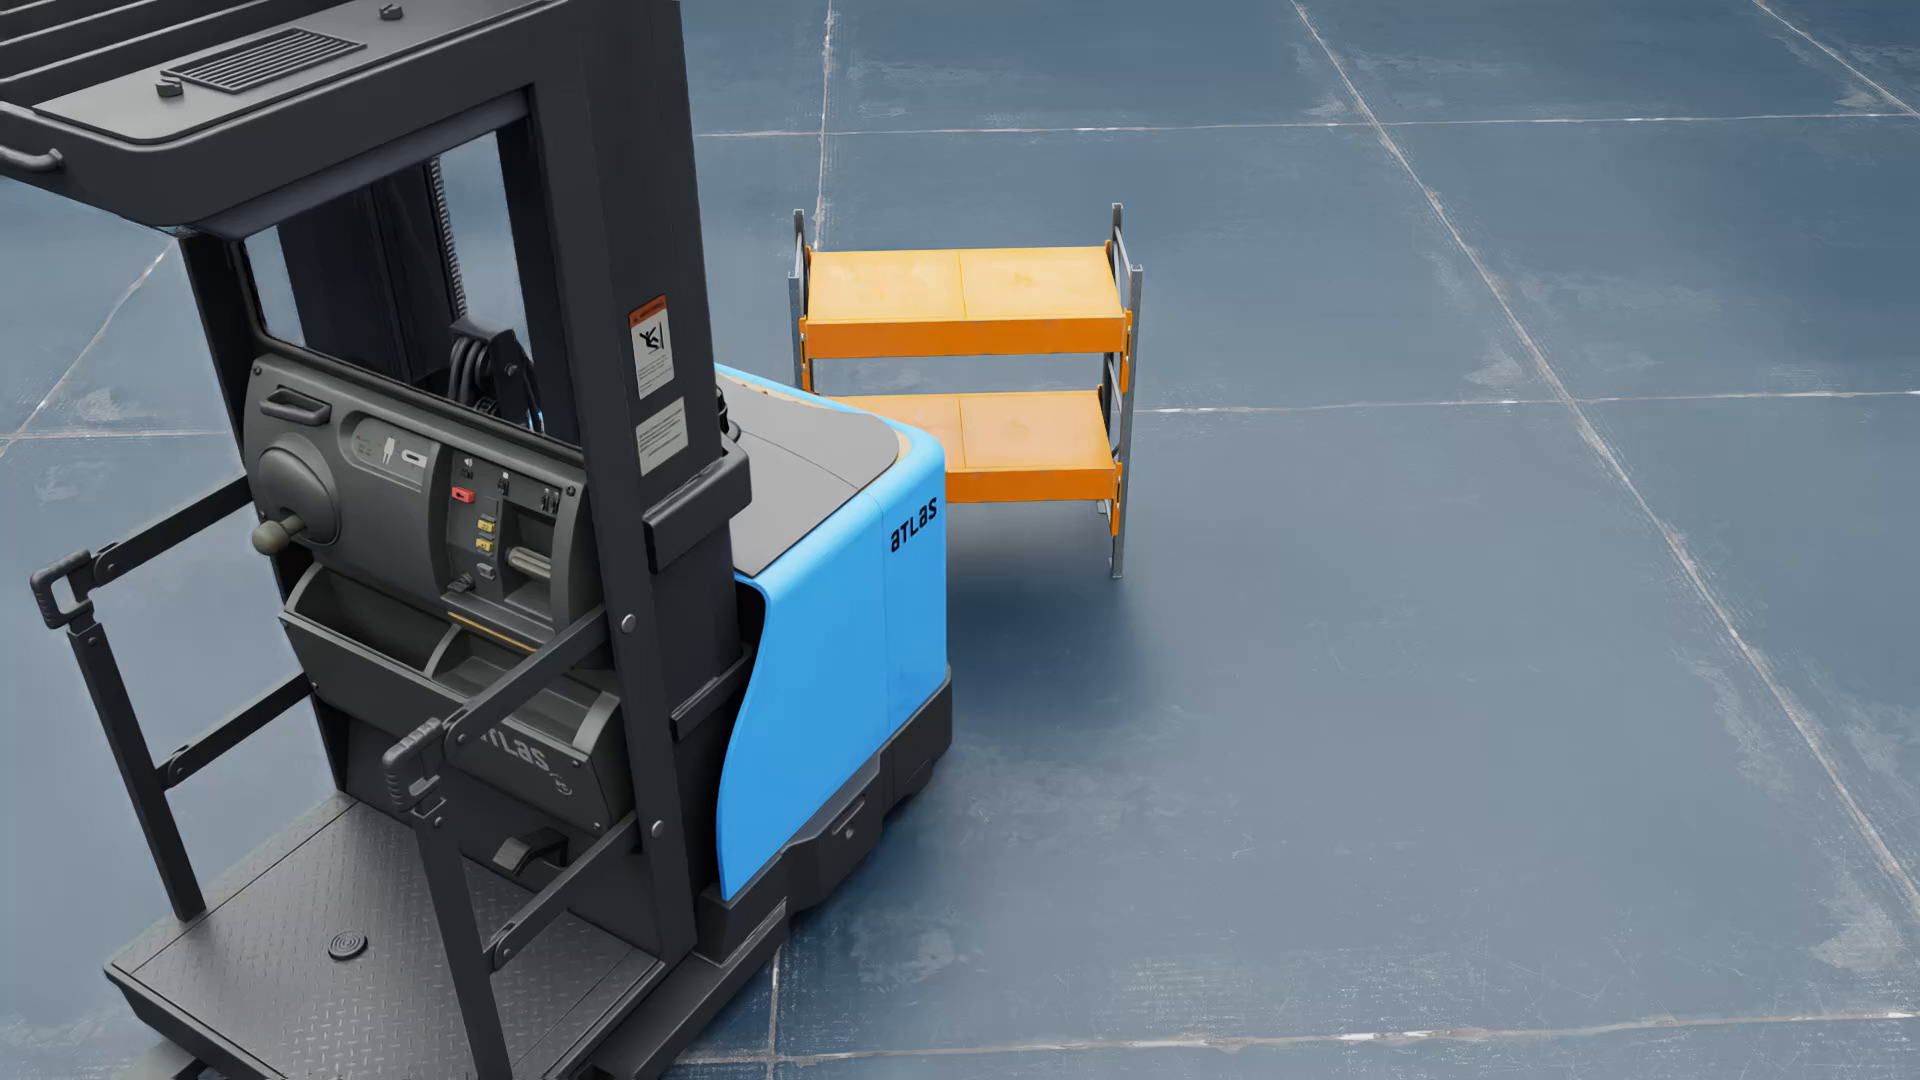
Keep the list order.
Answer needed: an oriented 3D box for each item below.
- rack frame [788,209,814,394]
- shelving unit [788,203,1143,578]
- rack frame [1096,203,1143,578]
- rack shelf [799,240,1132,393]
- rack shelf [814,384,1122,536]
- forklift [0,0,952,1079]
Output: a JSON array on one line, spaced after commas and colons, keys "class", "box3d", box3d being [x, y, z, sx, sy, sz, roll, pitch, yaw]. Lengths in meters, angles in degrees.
[{"class": "rack frame", "box3d": [-0.501, -0.449, 5.410, 0.032, 1.125, 0.500, -2, 35, -2]}, {"class": "shelving unit", "box3d": [0.007, -0.463, 5.430, 1.048, 1.125, 0.538, -2, 35, -2]}, {"class": "rack frame", "box3d": [0.515, -0.476, 5.450, 0.032, 1.125, 0.500, -2, 35, -2]}, {"class": "rack shelf", "box3d": [0.007, -0.703, 5.264, 1.000, 0.278, 0.538, -2, 35, -2]}, {"class": "rack shelf", "box3d": [0.007, -0.262, 5.569, 1.000, 0.278, 0.538, -2, 35, -2]}, {"class": "forklift", "box3d": [-1.227, -0.022, 3.206, 1.130, 2.935, 3.031, 19, 39, 26]}]
